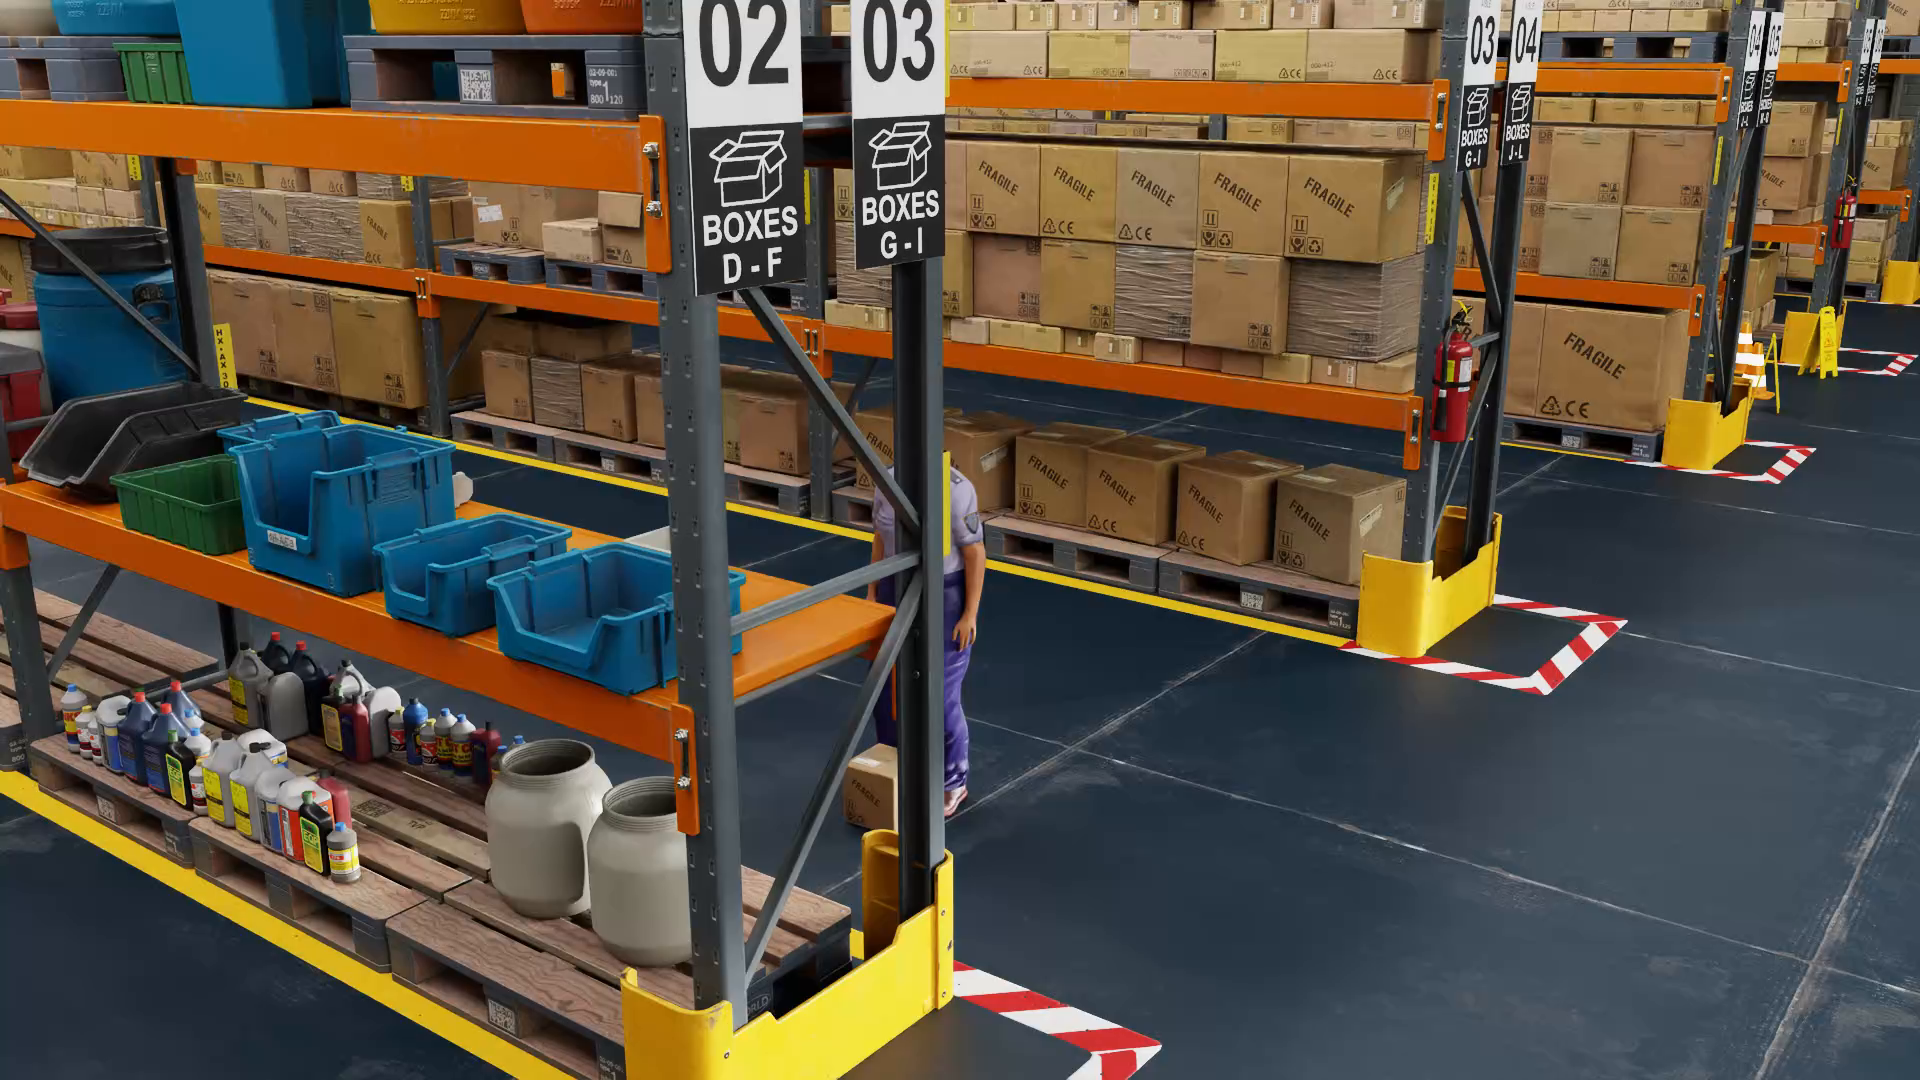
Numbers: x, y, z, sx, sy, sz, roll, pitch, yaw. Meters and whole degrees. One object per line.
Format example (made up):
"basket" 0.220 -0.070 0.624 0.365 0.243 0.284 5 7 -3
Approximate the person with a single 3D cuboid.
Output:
"person" -0.160 0.272 6.647 0.553 1.650 0.374 11 20 32
